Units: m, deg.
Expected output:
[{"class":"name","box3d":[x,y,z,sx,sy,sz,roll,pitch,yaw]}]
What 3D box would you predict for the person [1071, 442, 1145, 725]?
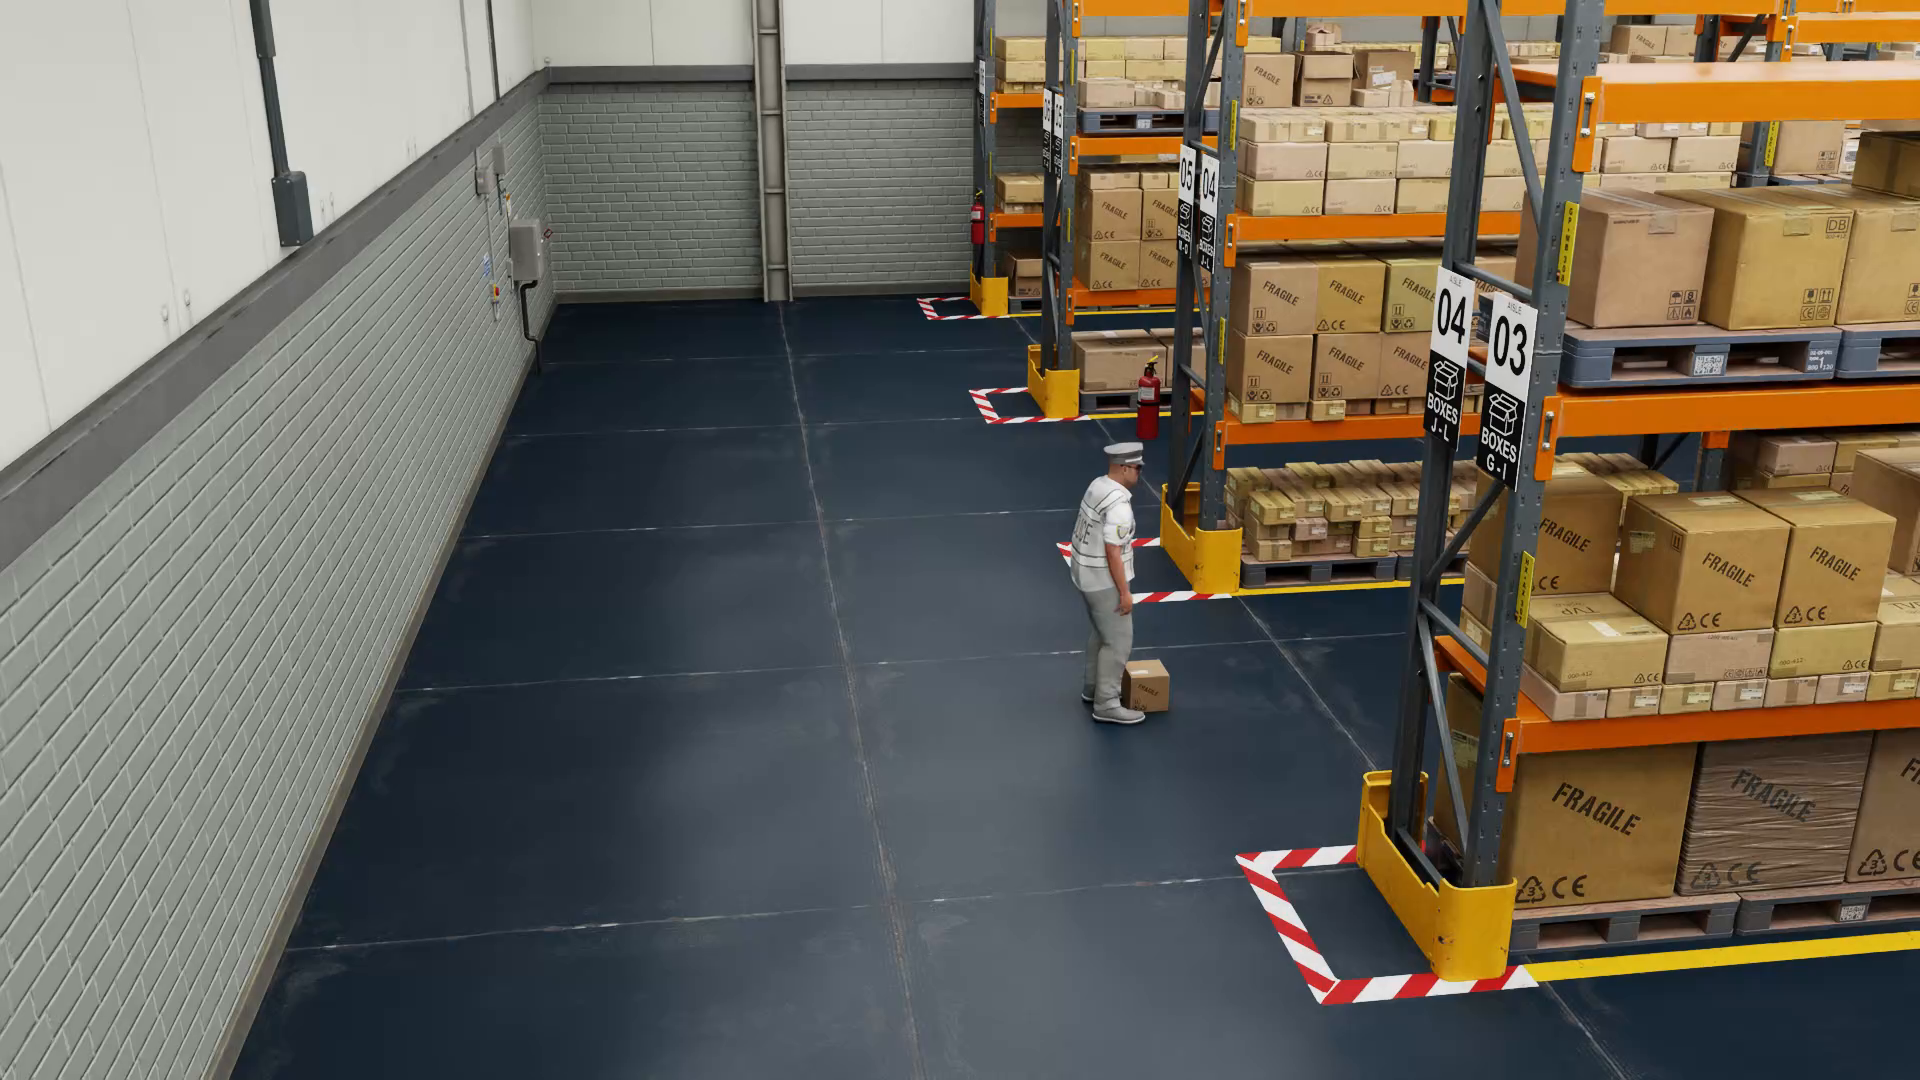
[{"class":"person","box3d":[0.919,0.248,10.376,0.435,1.748,0.592,-3,20,-9]}]
